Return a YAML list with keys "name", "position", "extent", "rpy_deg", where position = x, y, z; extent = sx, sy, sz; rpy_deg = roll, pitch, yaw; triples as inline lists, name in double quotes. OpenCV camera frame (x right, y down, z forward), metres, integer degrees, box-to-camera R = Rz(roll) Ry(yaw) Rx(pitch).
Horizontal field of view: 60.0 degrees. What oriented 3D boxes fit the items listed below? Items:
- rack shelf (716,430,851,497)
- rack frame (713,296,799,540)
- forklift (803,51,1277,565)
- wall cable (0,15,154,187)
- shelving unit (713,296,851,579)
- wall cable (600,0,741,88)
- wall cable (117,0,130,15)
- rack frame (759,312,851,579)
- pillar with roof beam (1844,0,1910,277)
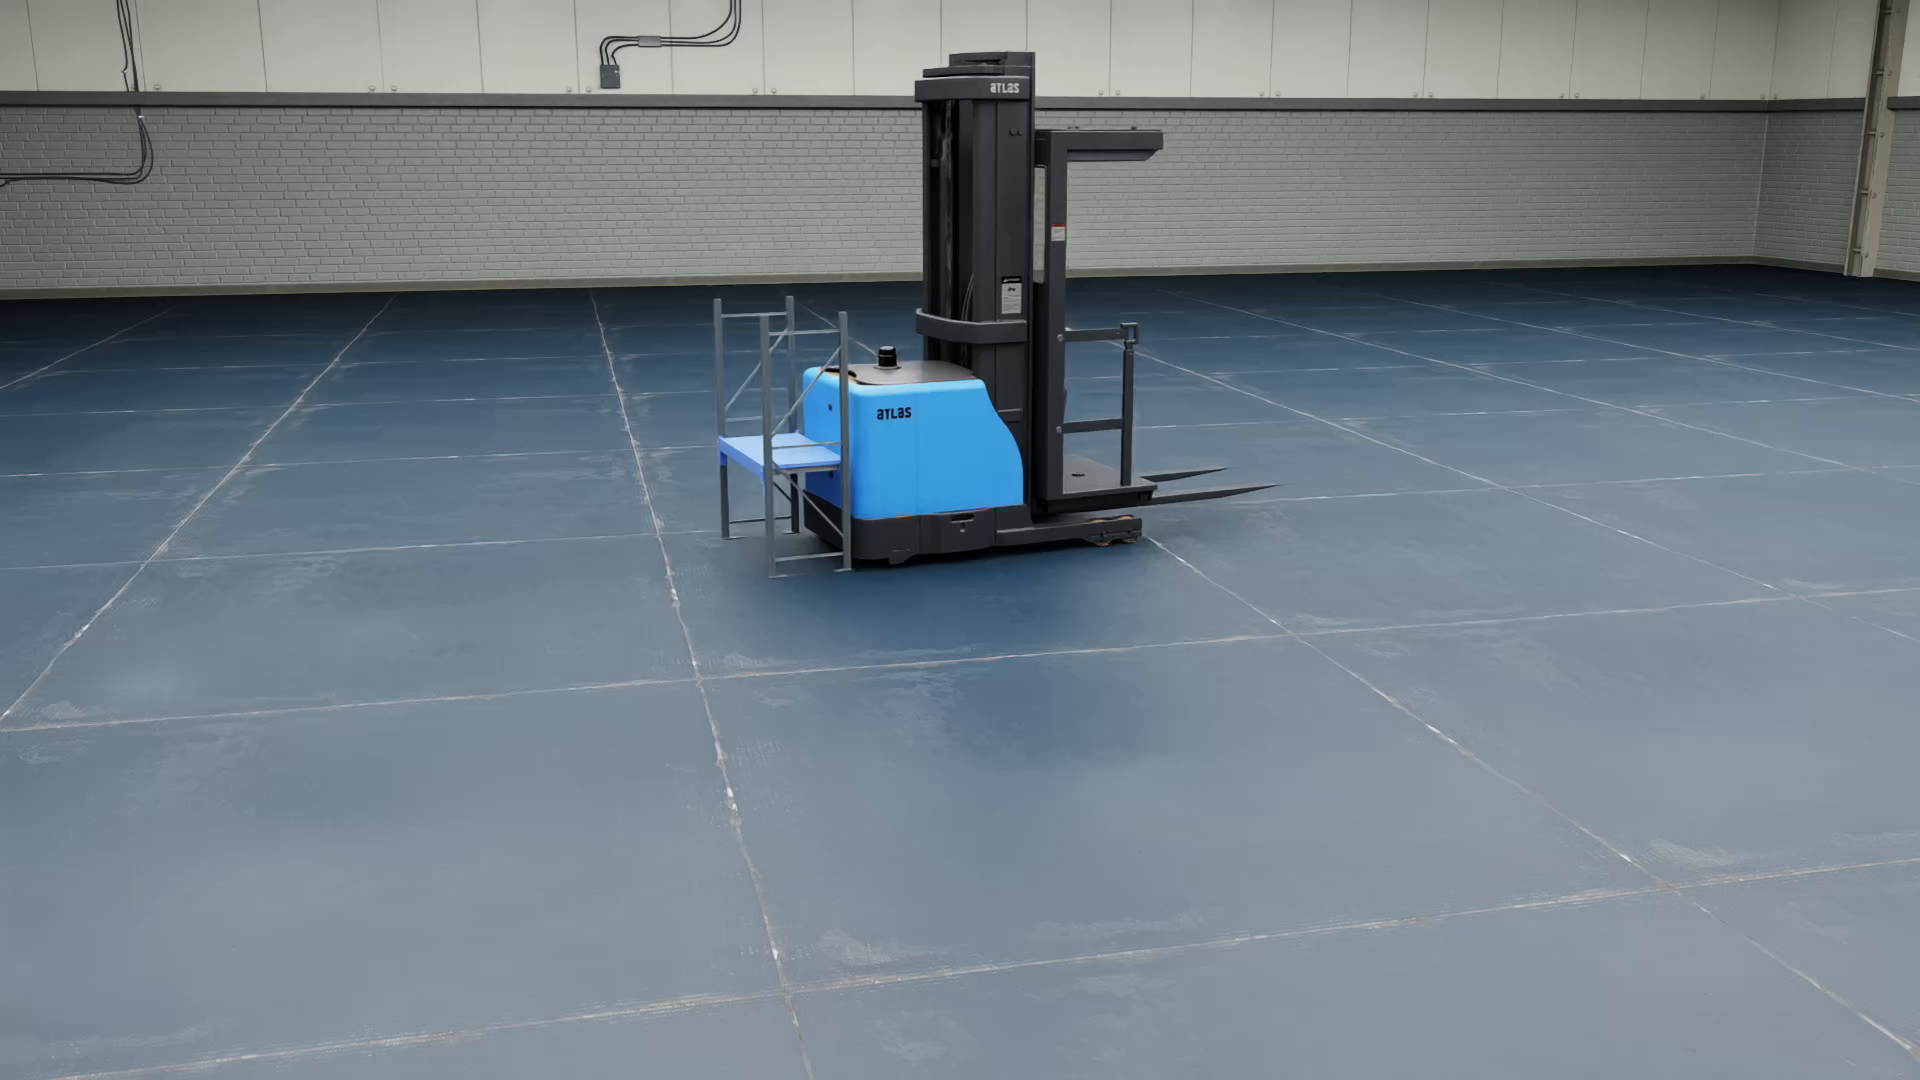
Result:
- name: "rack shelf"
  position: [-1.066, -0.468, 9.938]
  extent: [0.538, 0.185, 1.000]
  rpy_deg: [-6, 15, -22]
- name: "rack frame"
  position: [-1.262, -0.754, 10.351]
  extent: [0.500, 1.500, 0.032]
  rpy_deg: [-6, 15, -22]
- name: "forklift"
  position: [0.578, -1.493, 10.362]
  extent: [3.031, 2.935, 1.130]
  rpy_deg: [-6, 15, -24]
- name: "wall cable"
  position: [-13.907, -6.599, 25.018]
  extent: [3.097, 2.526, 0.112]
  rpy_deg: [-3, 14, -13]
- name: "shelving unit"
  position: [-1.066, -0.642, 9.895]
  extent: [0.538, 1.500, 1.048]
  rpy_deg: [-6, 15, -22]
- name: "wall cable"
  position: [-4.675, -10.285, 26.397]
  extent: [2.305, 6.003, 0.169]
  rpy_deg: [-3, 14, -13]
- name: "wall cable"
  position: [-11.277, -9.203, 25.036]
  extent: [3.097, 2.526, 0.112]
  rpy_deg: [-3, 14, -13]
- name: "rack frame"
  position: [-0.871, -0.531, 9.439]
  extent: [0.500, 1.500, 0.032]
  rpy_deg: [-6, 15, -22]
- name: "pillar with roof beam"
  position: [11.934, -8.870, 27.770]
  extent: [9.100, 9.000, 0.400]
  rpy_deg: [-3, 14, -13]
